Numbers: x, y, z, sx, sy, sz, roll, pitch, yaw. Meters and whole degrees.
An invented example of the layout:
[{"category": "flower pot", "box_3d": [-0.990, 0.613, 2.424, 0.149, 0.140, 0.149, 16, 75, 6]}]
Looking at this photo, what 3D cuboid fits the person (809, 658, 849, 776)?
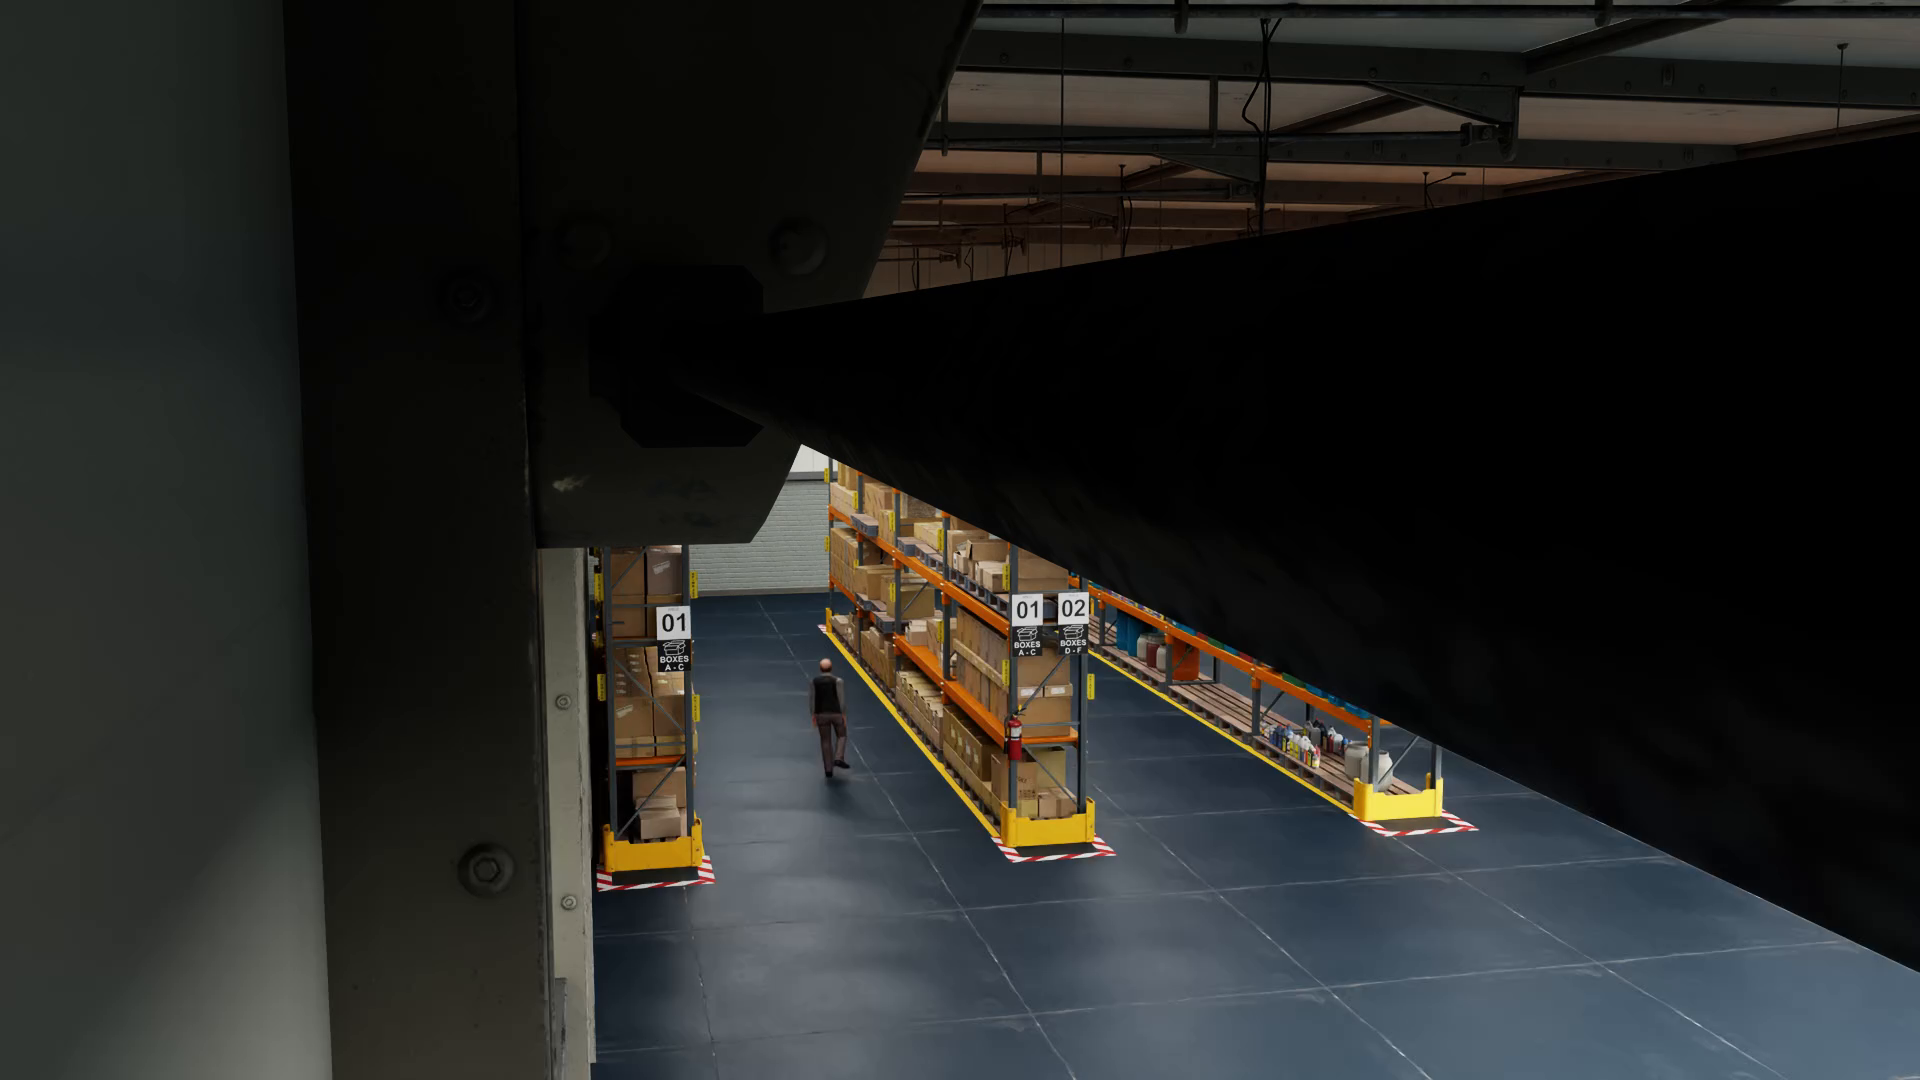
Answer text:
[{"category": "person", "box_3d": [-1.919, 2.584, 24.381, 0.579, 1.710, 0.478, 0, 7, -2]}]
